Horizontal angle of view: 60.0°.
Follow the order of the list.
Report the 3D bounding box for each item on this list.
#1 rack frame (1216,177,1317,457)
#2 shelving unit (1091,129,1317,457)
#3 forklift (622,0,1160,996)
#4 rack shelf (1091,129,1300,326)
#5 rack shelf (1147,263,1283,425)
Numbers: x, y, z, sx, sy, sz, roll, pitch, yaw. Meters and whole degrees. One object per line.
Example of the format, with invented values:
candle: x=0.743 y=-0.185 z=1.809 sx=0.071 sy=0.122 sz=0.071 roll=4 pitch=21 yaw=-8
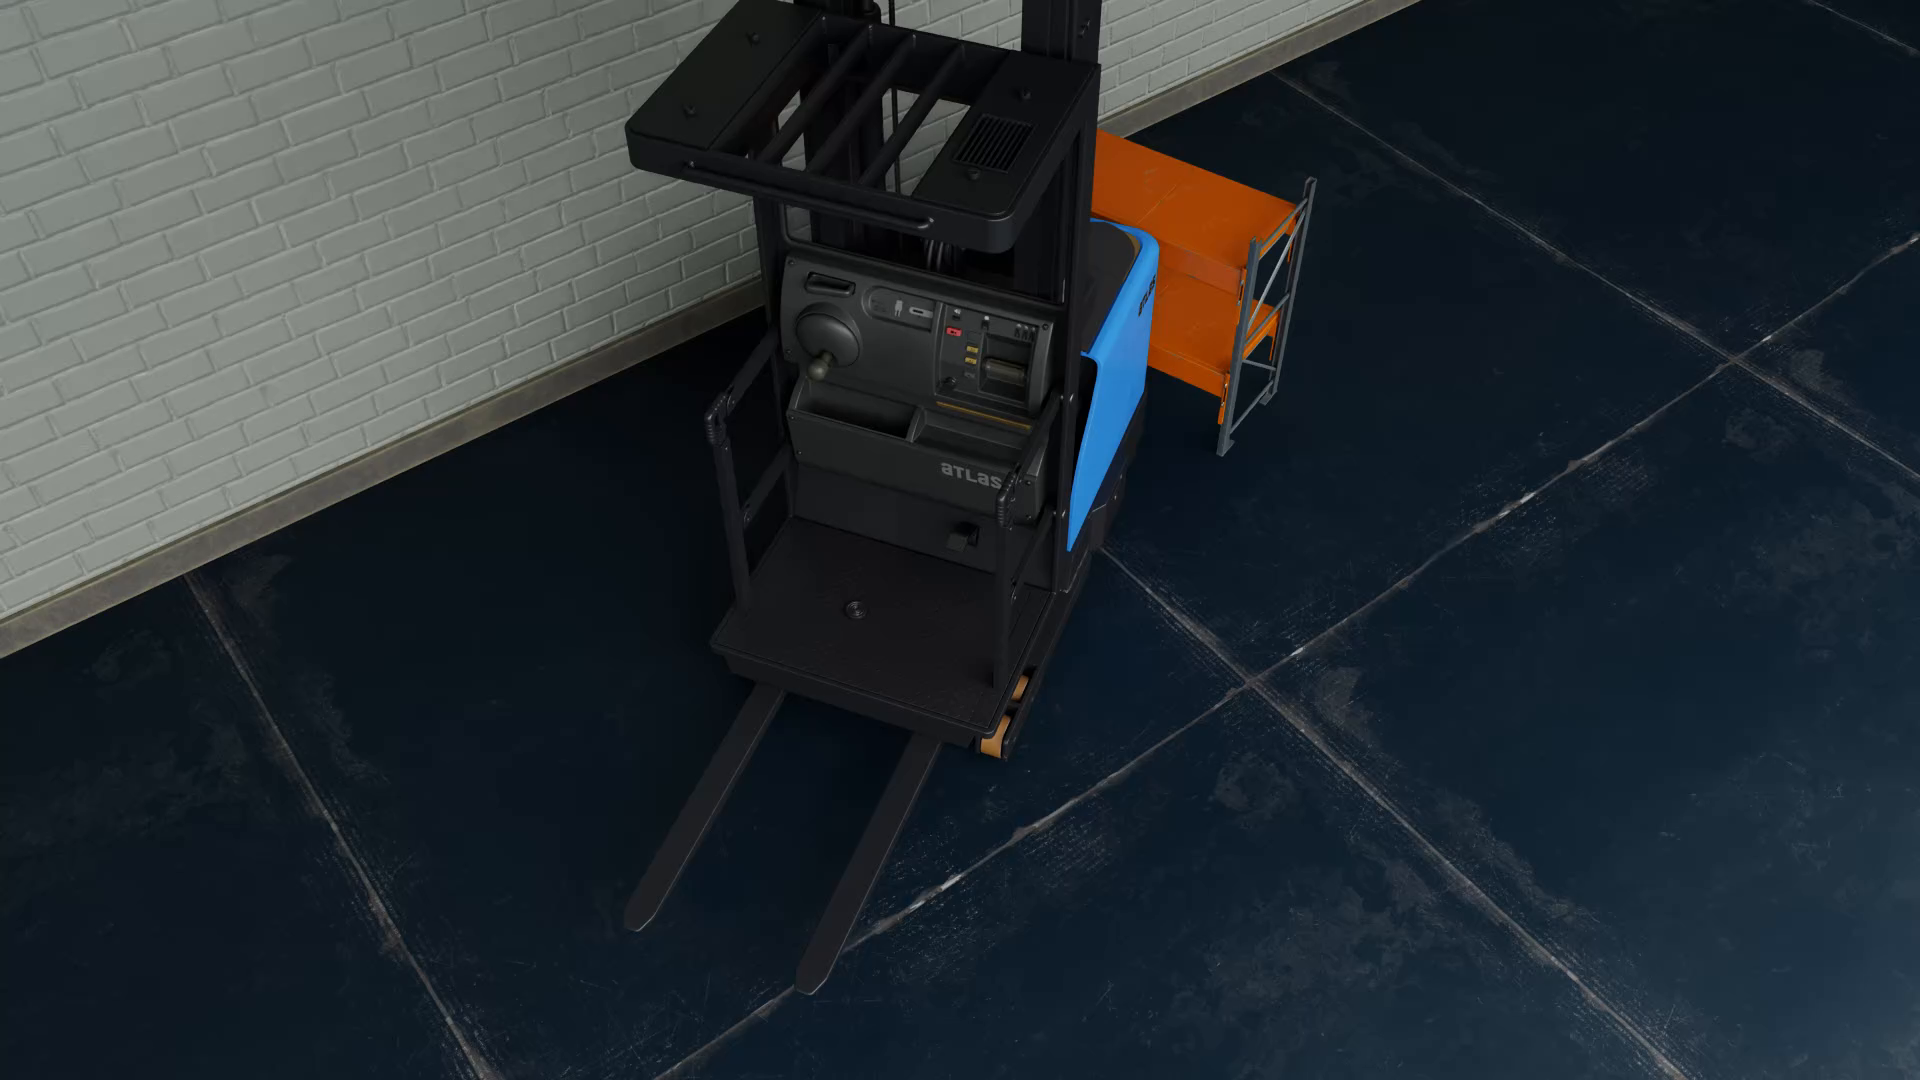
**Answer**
rack frame: x=1.244 y=-0.890 z=6.796 sx=0.032 sy=1.125 sz=0.500 roll=27 pitch=53 yaw=22
shelving unit: x=0.826 y=-1.104 z=6.990 sx=1.048 sy=1.125 sz=0.538 roll=27 pitch=53 yaw=22
forklift: x=-0.225 y=-0.554 z=5.273 sx=1.130 sy=2.935 sz=3.031 roll=16 pitch=50 yaw=14
rack shelf: x=0.826 y=-1.300 z=6.773 sx=1.000 sy=0.278 sz=0.538 roll=27 pitch=53 yaw=22
rack shelf: x=0.826 y=-0.940 z=7.171 sx=1.000 sy=0.278 sz=0.538 roll=27 pitch=53 yaw=22
